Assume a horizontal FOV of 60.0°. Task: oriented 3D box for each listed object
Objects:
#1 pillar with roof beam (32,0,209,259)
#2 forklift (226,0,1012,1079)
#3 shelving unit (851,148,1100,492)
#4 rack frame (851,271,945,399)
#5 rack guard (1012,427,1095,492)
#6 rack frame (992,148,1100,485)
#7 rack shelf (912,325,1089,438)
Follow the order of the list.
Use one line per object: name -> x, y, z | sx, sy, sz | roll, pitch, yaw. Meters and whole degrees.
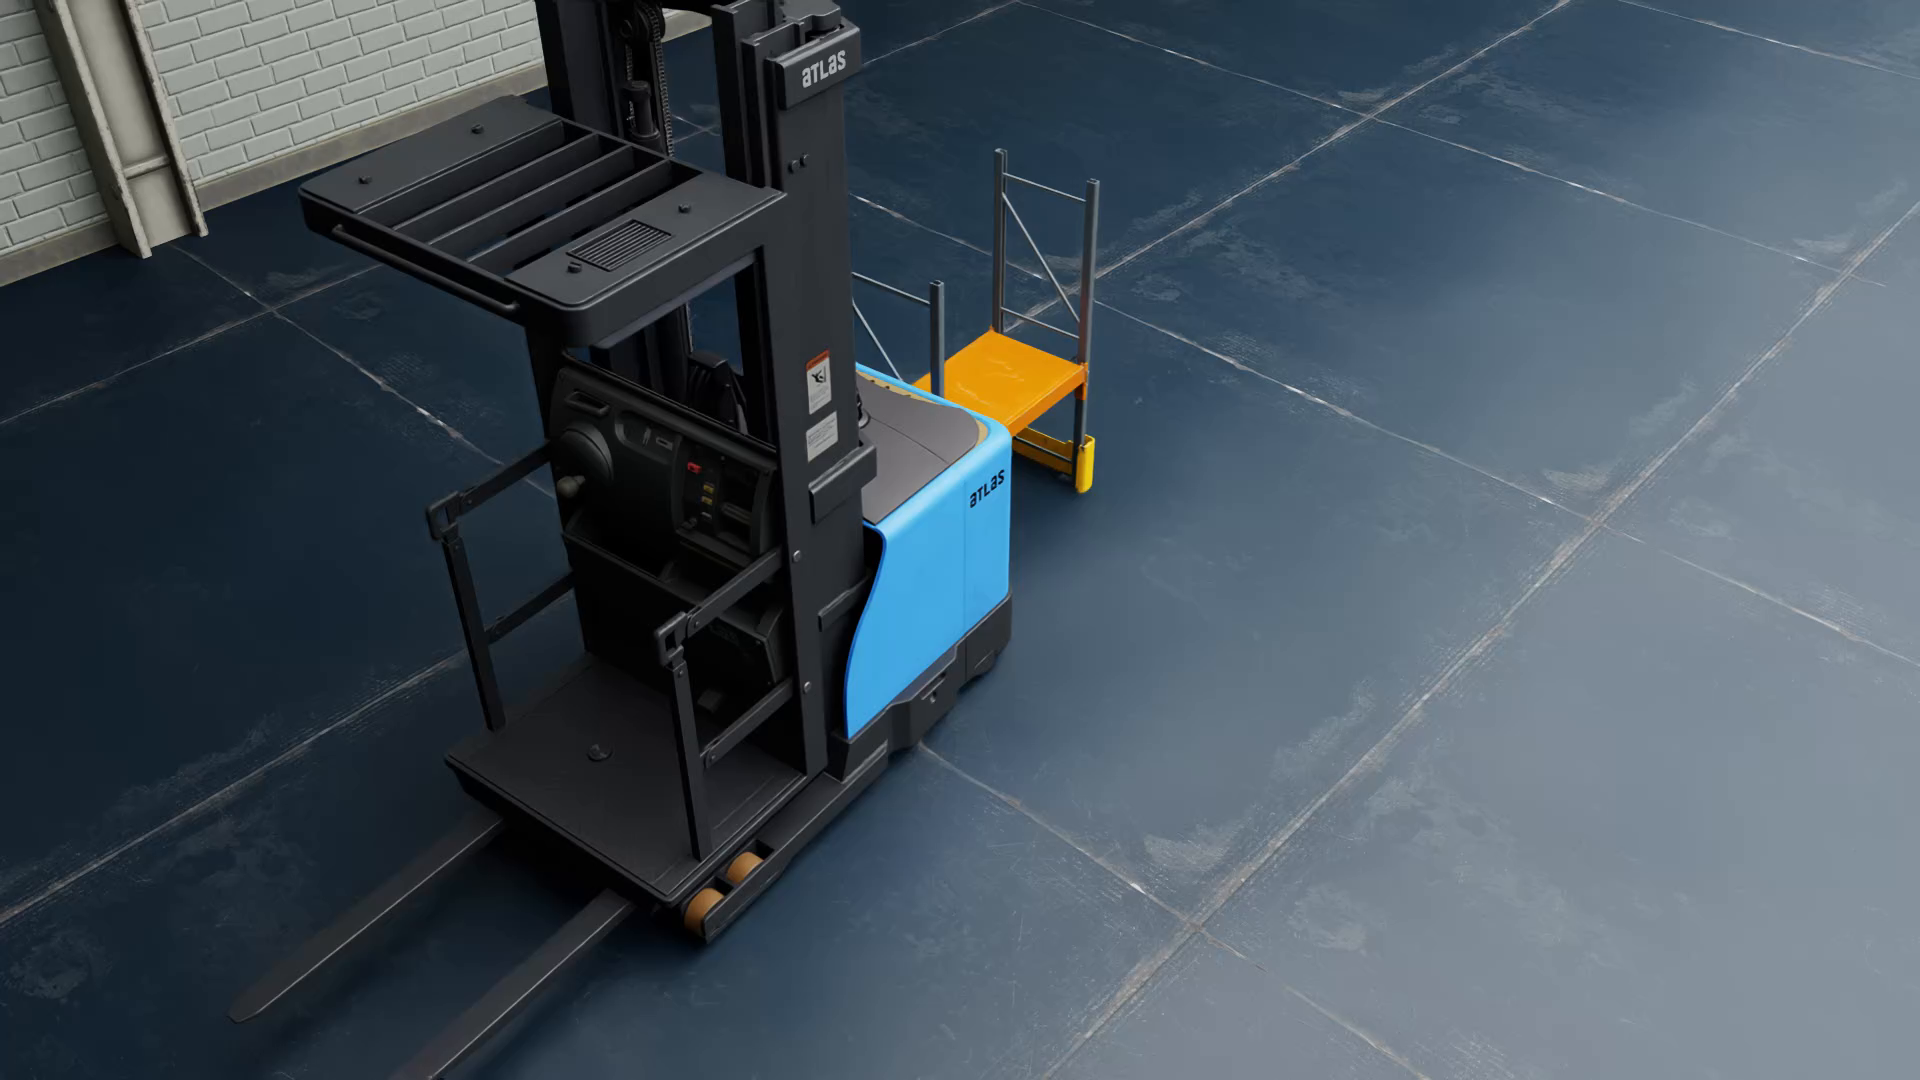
pillar with roof beam -> -1.328, -3.426, 4.328 | 9.100, 9.000, 0.400 | 30, 47, 32
forklift -> -1.074, -0.161, 5.098 | 1.130, 2.935, 3.031 | 25, 45, 28
shelving unit -> 0.048, -0.684, 6.905 | 0.587, 1.500, 1.083 | 25, 45, 28
rack frame -> -0.266, -0.428, 6.583 | 0.500, 1.500, 0.032 | 25, 45, 28
rack guard -> 0.350, -0.441, 7.604 | 0.587, 0.250, 0.087 | 25, 45, 28
rack frame -> 0.350, -0.931, 7.216 | 0.500, 1.500, 0.032 | 25, 45, 28
rack shelf -> 0.042, -0.539, 7.012 | 0.538, 0.185, 1.000 | 25, 45, 28
